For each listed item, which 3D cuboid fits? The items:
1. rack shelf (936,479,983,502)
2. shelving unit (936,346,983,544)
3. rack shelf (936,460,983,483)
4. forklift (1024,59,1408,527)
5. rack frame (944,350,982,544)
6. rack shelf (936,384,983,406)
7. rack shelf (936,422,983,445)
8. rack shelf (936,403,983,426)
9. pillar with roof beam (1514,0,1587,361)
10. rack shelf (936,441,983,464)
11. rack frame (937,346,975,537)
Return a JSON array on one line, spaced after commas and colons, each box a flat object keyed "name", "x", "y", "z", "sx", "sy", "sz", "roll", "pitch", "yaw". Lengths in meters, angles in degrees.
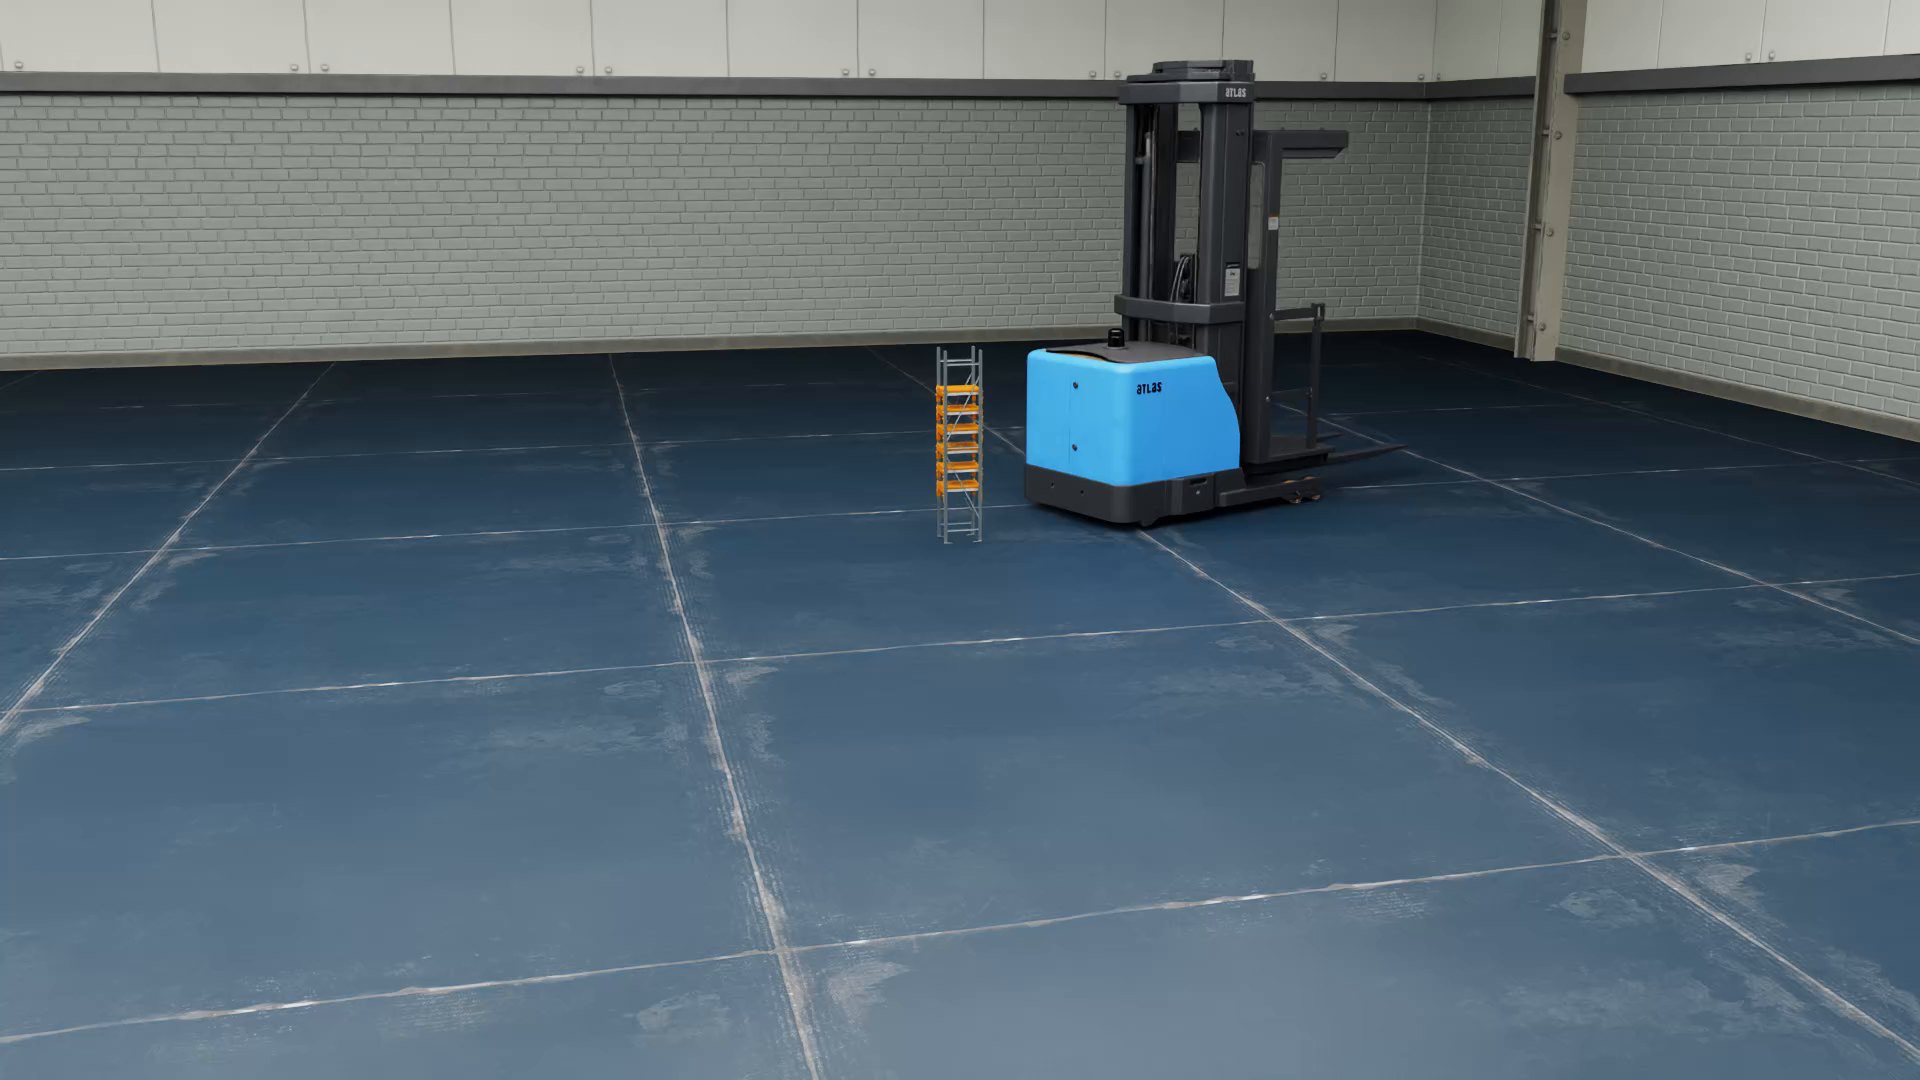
[{"name": "rack shelf", "x": -0.003, "y": -0.310, "z": 10.366, "sx": 0.258, "sy": 0.103, "sz": 0.180, "roll": -3, "pitch": 14, "yaw": -13}, {"name": "shelving unit", "x": -0.003, "y": -0.586, "z": 10.298, "sx": 0.258, "sy": 1.200, "sz": 0.189, "roll": -3, "pitch": 14, "yaw": -13}, {"name": "rack shelf", "x": -0.003, "y": -0.426, "z": 10.337, "sx": 0.258, "sy": 0.103, "sz": 0.180, "roll": -3, "pitch": 14, "yaw": -13}, {"name": "forklift", "x": 1.921, "y": -1.764, "z": 11.472, "sx": 3.031, "sy": 2.935, "sz": 1.130, "roll": -10, "pitch": 17, "yaw": -35}, {"name": "rack frame", "x": 0.018, "y": -0.565, "z": 10.212, "sx": 0.240, "sy": 1.200, "sz": 0.006, "roll": -3, "pitch": 14, "yaw": -13}, {"name": "rack shelf", "x": -0.003, "y": -0.893, "z": 10.223, "sx": 0.258, "sy": 0.103, "sz": 0.180, "roll": -3, "pitch": 14, "yaw": -13}, {"name": "rack shelf", "x": -0.003, "y": -0.660, "z": 10.280, "sx": 0.258, "sy": 0.103, "sz": 0.180, "roll": -3, "pitch": 14, "yaw": -13}, {"name": "rack shelf", "x": -0.003, "y": -0.776, "z": 10.252, "sx": 0.258, "sy": 0.103, "sz": 0.180, "roll": -3, "pitch": 14, "yaw": -13}, {"name": "pillar with roof beam", "x": 2.332, "y": -6.186, "z": 16.787, "sx": 9.100, "sy": 9.000, "sz": 0.400, "roll": -3, "pitch": 14, "yaw": -13}, {"name": "rack shelf", "x": -0.003, "y": -0.543, "z": 10.309, "sx": 0.258, "sy": 0.103, "sz": 0.180, "roll": -3, "pitch": 14, "yaw": -13}, {"name": "rack frame", "x": -0.025, "y": -0.607, "z": 10.385, "sx": 0.240, "sy": 1.200, "sz": 0.006, "roll": -3, "pitch": 14, "yaw": -13}]
